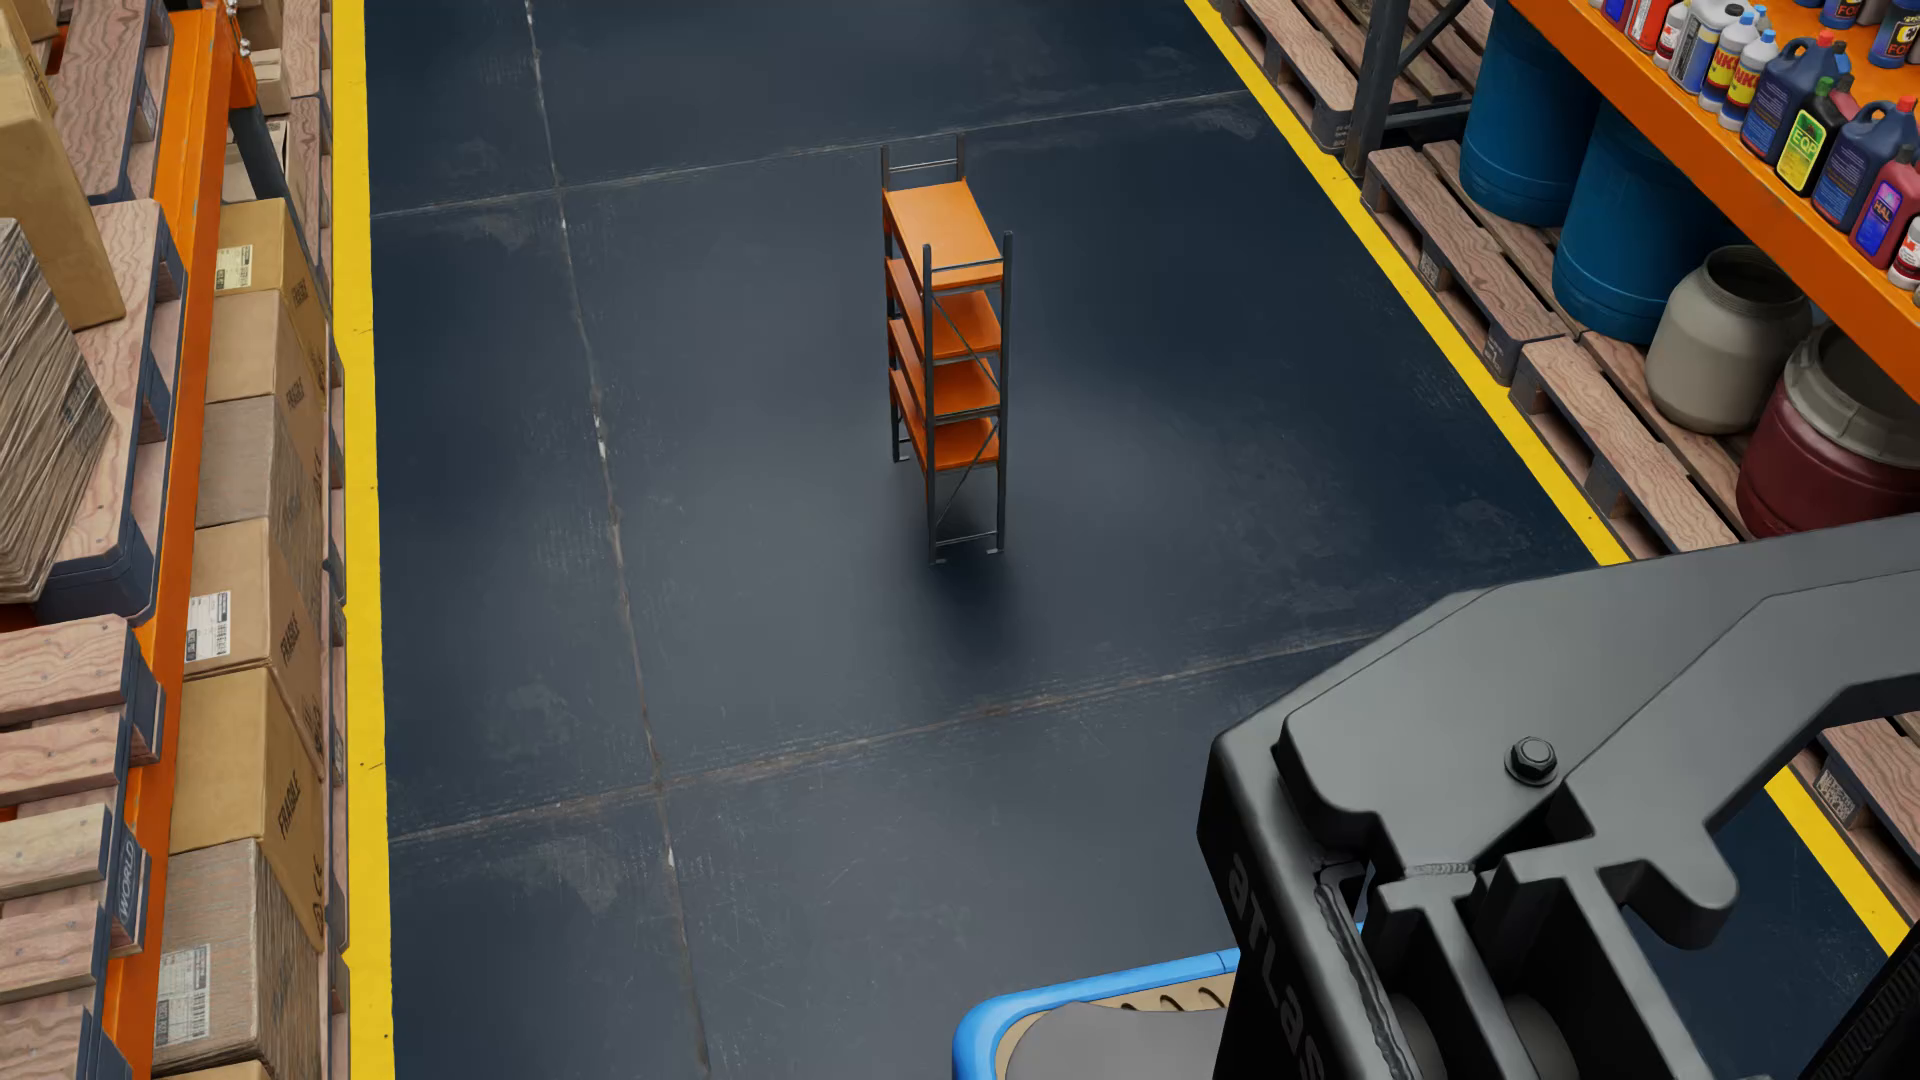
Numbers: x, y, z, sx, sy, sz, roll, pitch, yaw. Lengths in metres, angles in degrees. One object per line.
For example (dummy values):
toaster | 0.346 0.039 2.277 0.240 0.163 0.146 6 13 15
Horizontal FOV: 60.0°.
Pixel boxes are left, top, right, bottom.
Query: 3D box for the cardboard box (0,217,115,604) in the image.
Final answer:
cardboard box | -2.039 -0.218 3.000 0.700 0.500 0.500 -3 46 -3

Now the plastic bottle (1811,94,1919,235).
plastic bottle | 2.261 -0.950 4.115 0.144 0.351 0.185 -11 47 -10

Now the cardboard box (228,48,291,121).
cardboard box | -2.873 -1.805 6.594 0.380 0.166 0.250 -11 47 -10

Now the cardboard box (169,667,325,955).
cardboard box | -1.823 0.691 3.915 0.500 0.500 0.500 -11 47 -11

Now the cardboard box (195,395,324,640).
cardboard box | -2.094 -0.019 4.611 0.500 0.500 0.500 -10 46 -10

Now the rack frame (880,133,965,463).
rack frame | -0.105 -0.703 5.099 0.240 1.200 0.015 -11 47 -10

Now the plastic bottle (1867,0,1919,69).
plastic bottle | 2.660 -1.474 4.684 0.097 0.271 0.097 0 46 0

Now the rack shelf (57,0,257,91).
rack shelf | -3.256 -2.847 6.443 1.077 0.370 4.000 -11 47 -10

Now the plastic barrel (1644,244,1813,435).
plastic barrel | 2.408 -0.623 5.208 0.421 0.512 0.421 0 46 0

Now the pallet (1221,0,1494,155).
pallet | 1.820 -2.145 7.205 1.003 0.211 1.213 -11 47 -10

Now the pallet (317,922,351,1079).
pallet | -1.874 1.498 3.634 1.003 0.211 1.213 -11 47 -10

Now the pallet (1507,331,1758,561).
pallet | 2.519 -0.260 5.357 1.003 0.211 1.213 -11 47 -10

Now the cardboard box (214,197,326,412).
cardboard box | -2.340 -0.708 5.286 0.500 0.500 0.500 -11 47 -11

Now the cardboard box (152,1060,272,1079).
cardboard box | -1.560 1.398 3.221 0.500 0.500 0.500 -9 46 -9

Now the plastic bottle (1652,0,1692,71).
plastic bottle | 2.036 -1.438 4.698 0.097 0.201 0.097 0 46 0

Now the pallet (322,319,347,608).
pallet | -2.499 -0.187 5.285 1.003 0.211 1.213 -11 47 -10

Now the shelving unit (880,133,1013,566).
shelving unit | -0.042 -0.534 4.933 0.258 1.200 0.503 -11 47 -10

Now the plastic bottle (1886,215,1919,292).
plastic bottle | 2.308 -0.704 3.978 0.097 0.201 0.097 0 46 0

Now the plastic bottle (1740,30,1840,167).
plastic bottle | 2.179 -1.169 4.330 0.144 0.351 0.185 -11 47 -10

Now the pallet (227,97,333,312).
pallet | -2.919 -1.216 6.294 1.003 0.211 1.213 -11 47 -10

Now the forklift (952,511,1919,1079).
forklift | 0.791 1.505 1.723 1.130 2.935 3.031 -9 46 -9

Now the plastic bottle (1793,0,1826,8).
plastic bottle | 2.566 -1.727 4.932 0.097 0.271 0.097 0 46 0

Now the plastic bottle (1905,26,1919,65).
plastic bottle | 2.775 -1.511 4.717 0.152 0.276 0.135 -11 47 -10

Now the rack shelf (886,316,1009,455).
rack shelf | -0.042 -0.487 4.982 0.258 0.148 0.480 -11 47 -10

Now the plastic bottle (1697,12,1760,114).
plastic bottle | 2.095 -1.302 4.516 0.097 0.271 0.097 0 46 0

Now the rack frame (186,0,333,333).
rack frame | -2.744 -1.718 4.833 1.000 3.000 0.127 -11 47 -10

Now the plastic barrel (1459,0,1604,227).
plastic barrel | 2.168 -1.654 5.946 0.600 0.901 0.708 -11 47 -10

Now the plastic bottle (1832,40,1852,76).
plastic bottle | 2.285 -1.194 4.410 0.097 0.271 0.097 0 46 0

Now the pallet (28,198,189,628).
pallet | -2.222 -0.231 3.510 1.003 0.211 1.213 -11 47 -10

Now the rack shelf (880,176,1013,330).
rack shelf | -0.042 -0.809 4.653 0.258 0.148 0.480 -11 47 -10

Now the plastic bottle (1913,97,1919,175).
plastic bottle | 2.353 -0.963 4.175 0.061 0.283 0.133 -11 47 -10

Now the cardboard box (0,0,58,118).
cardboard box | -2.601 -1.068 3.833 0.700 0.500 0.500 -4 46 -4

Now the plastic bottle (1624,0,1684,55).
plastic bottle | 2.033 -1.549 4.754 0.152 0.276 0.135 -11 47 -10
